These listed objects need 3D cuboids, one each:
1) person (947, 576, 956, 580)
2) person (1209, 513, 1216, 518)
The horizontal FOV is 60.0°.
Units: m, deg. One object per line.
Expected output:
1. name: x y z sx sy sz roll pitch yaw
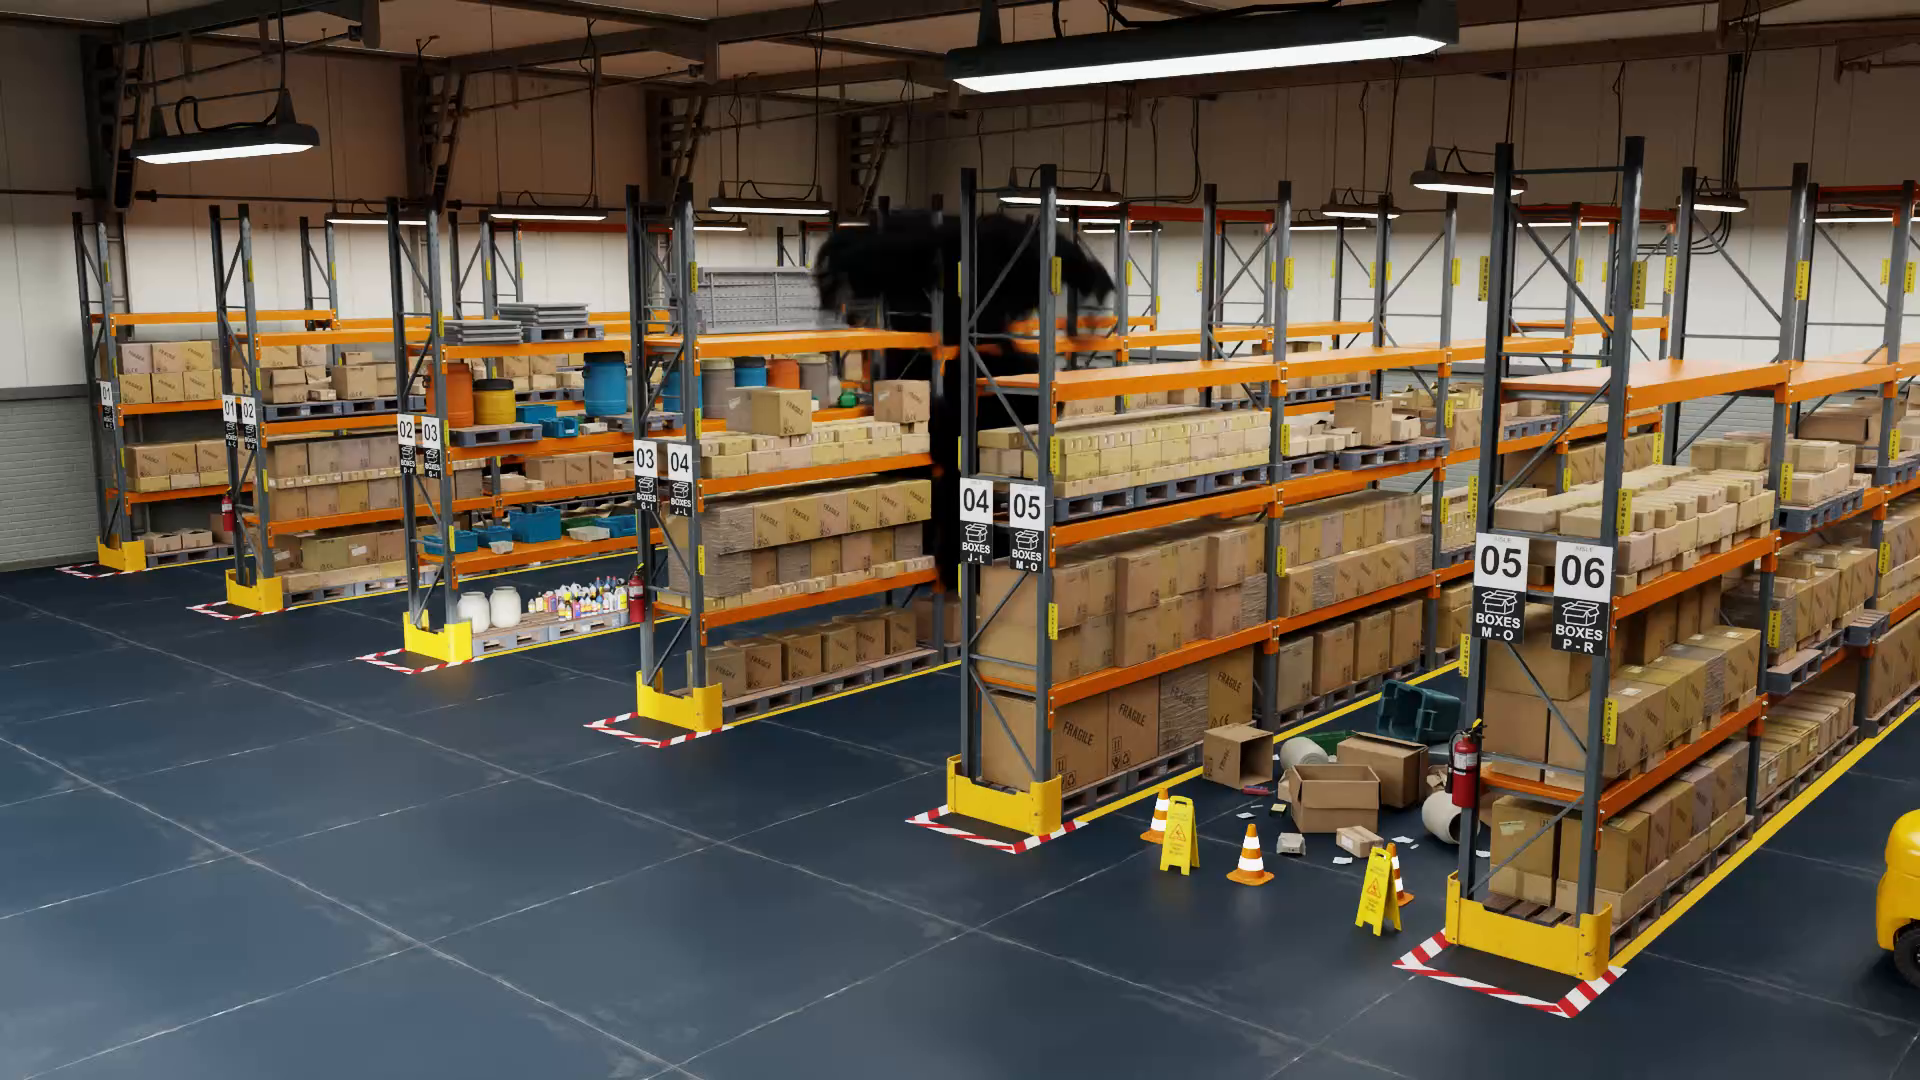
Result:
1. person: -0.043 -0.343 26.165 0.640 1.812 0.837 7 12 36
2. person: 3.346 0.101 23.664 0.682 1.896 0.776 8 12 39
